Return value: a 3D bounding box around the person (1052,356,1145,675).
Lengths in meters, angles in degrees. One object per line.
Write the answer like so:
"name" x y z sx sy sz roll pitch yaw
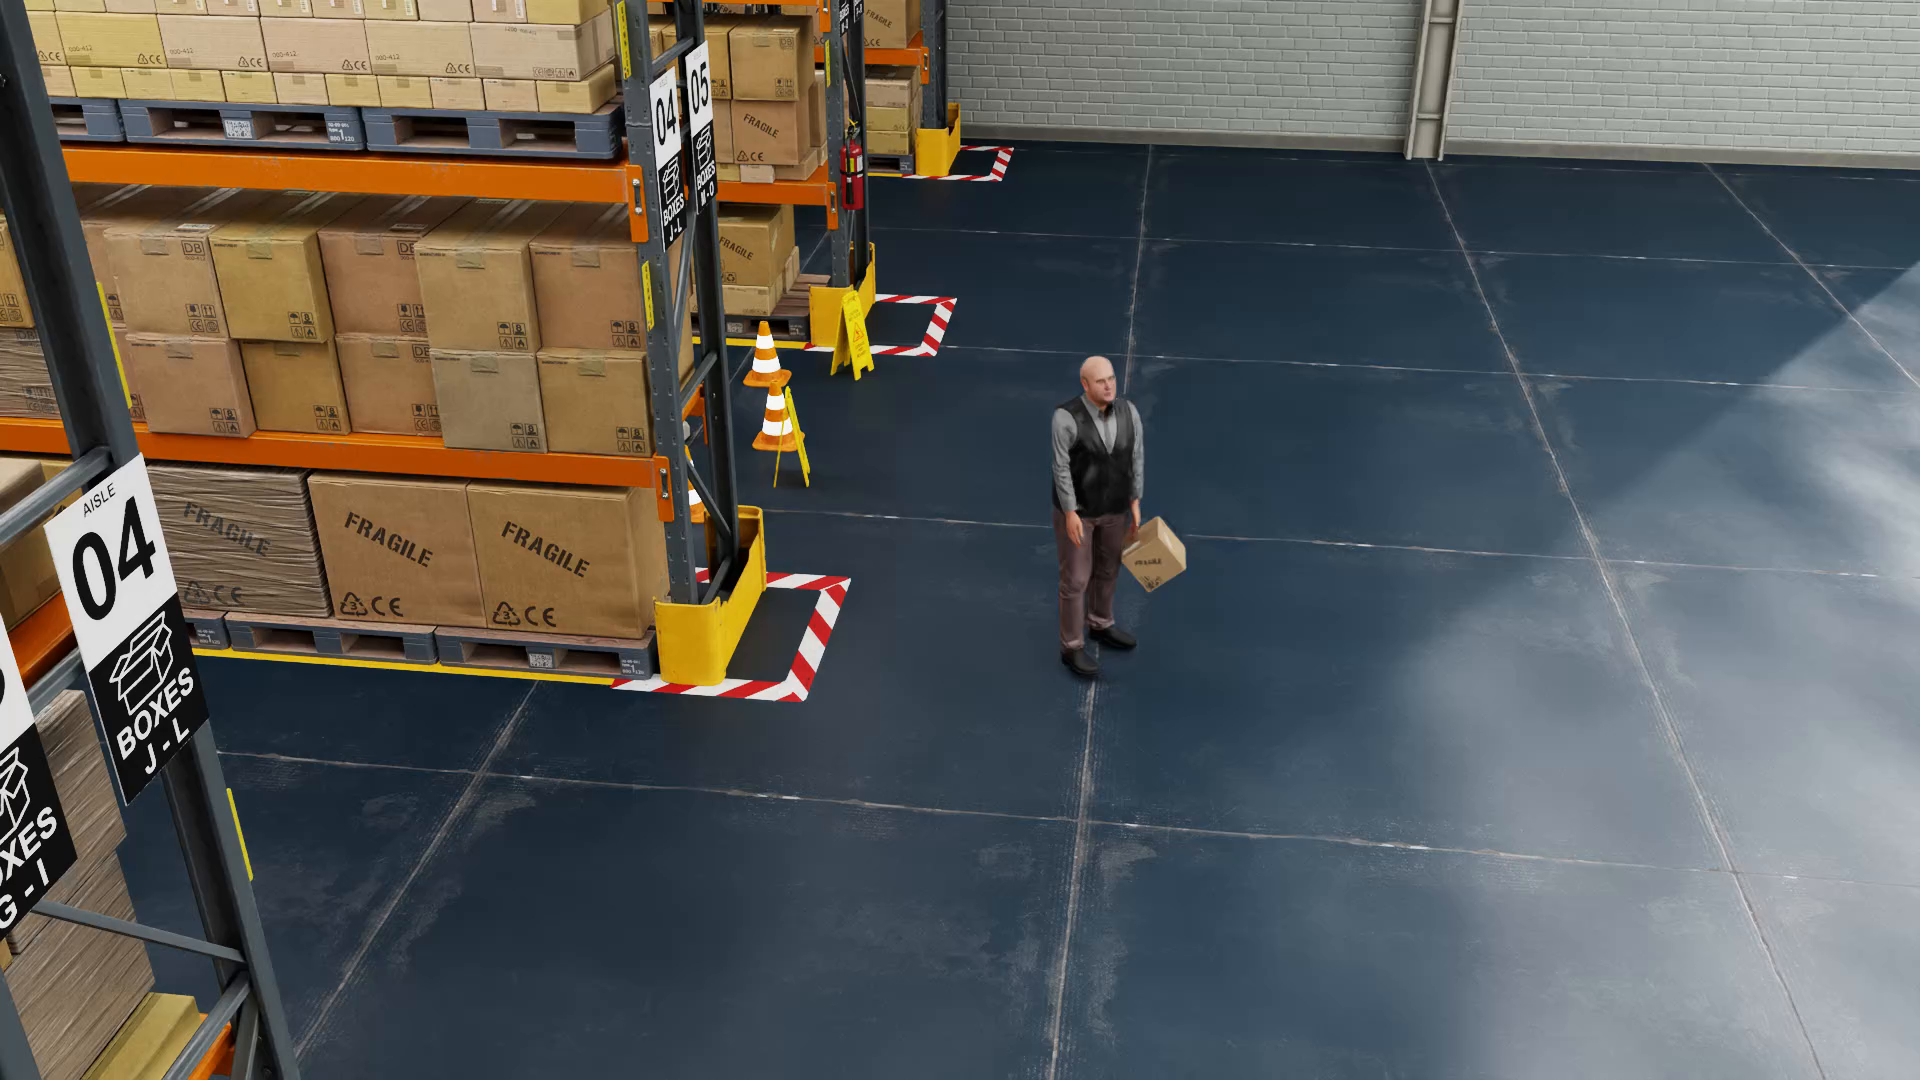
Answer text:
"person" 0.762 -0.132 8.852 0.543 1.728 0.512 -13 31 -22
